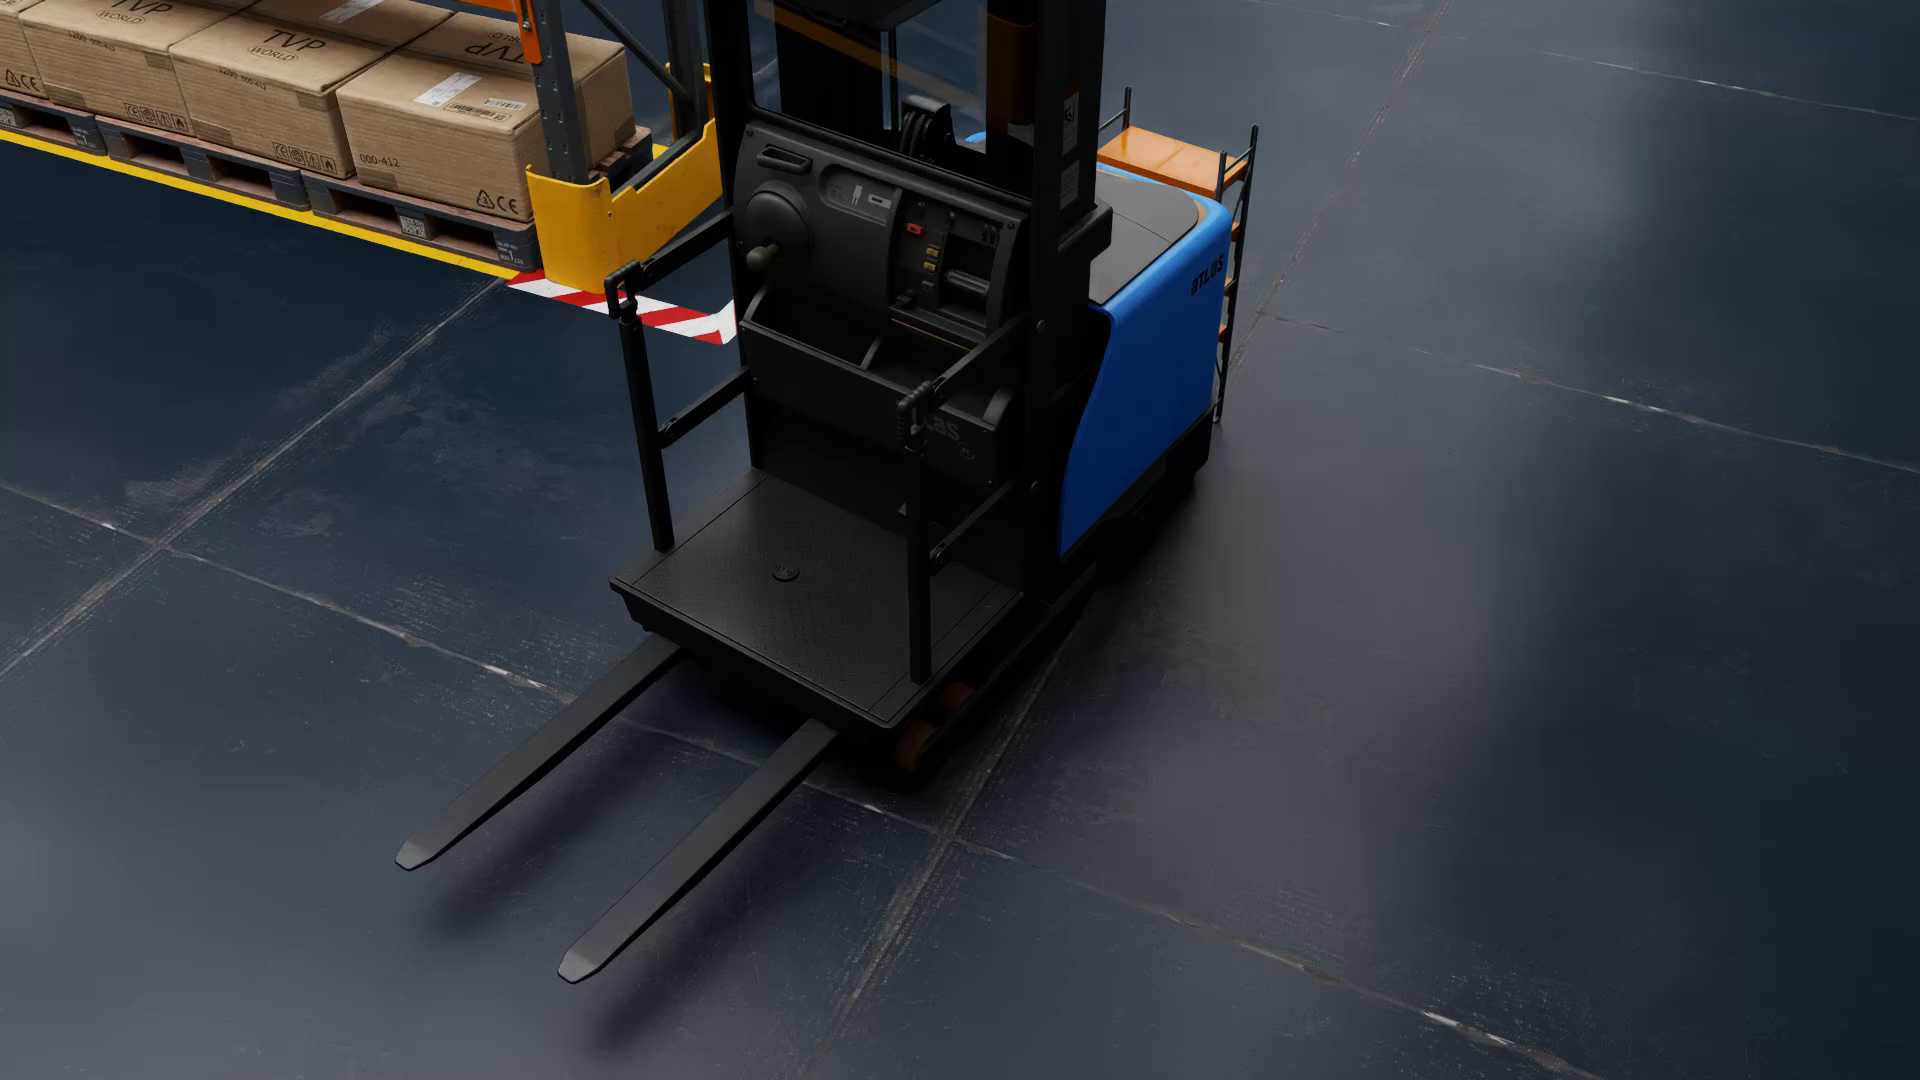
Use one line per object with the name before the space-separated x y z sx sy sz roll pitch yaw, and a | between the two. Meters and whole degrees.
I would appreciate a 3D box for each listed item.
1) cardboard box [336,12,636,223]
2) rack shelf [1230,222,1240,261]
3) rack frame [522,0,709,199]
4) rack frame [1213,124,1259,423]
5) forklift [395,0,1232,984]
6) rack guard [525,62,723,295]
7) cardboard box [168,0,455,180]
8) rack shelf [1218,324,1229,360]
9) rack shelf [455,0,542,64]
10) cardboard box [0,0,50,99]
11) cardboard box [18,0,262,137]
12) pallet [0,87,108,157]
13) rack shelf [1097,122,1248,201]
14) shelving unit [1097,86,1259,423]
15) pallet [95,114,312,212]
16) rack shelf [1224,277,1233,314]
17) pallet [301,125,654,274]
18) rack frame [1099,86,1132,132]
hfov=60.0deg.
cardboard box | -2.037 -1.858 7.238 0.875 0.438 0.875 16 43 17
rack shelf | 0.715 -1.069 5.828 0.480 0.148 0.258 25 47 26
rack frame | -1.396 -2.544 6.394 0.127 3.000 1.000 17 44 19
rack frame | 0.914 -0.859 5.824 0.015 1.200 0.240 25 47 26
forklift | -0.363 -0.770 4.401 1.130 2.935 3.031 25 47 26
rack guard | -1.375 -1.592 7.206 0.348 0.500 1.175 17 44 19
cardboard box | -2.870 -2.106 7.525 0.875 0.438 0.875 18 44 20
rack shelf | 0.715 -0.750 6.105 0.480 0.148 0.258 25 47 26
rack shelf | -3.209 -2.826 7.269 4.000 0.370 1.077 17 44 19
cardboard box | -4.498 -2.604 8.100 0.875 0.438 0.875 16 44 18
cardboard box | -3.686 -2.357 7.814 0.875 0.438 0.875 16 43 17
pallet | -4.365 -2.341 8.289 1.213 0.211 1.003 17 44 19
rack shelf | 0.715 -1.247 5.673 0.480 0.148 0.258 25 47 26
shelving unit | 0.715 -0.951 5.931 0.503 1.200 0.258 25 47 26
pallet | -3.256 -2.004 7.900 1.213 0.211 1.003 17 44 19
rack shelf | 0.715 -0.900 5.975 0.480 0.148 0.258 25 47 26
pallet | -2.154 -1.665 7.510 1.213 0.211 1.003 17 44 19
rack frame | 0.515 -1.043 6.037 0.015 1.200 0.240 25 47 26
